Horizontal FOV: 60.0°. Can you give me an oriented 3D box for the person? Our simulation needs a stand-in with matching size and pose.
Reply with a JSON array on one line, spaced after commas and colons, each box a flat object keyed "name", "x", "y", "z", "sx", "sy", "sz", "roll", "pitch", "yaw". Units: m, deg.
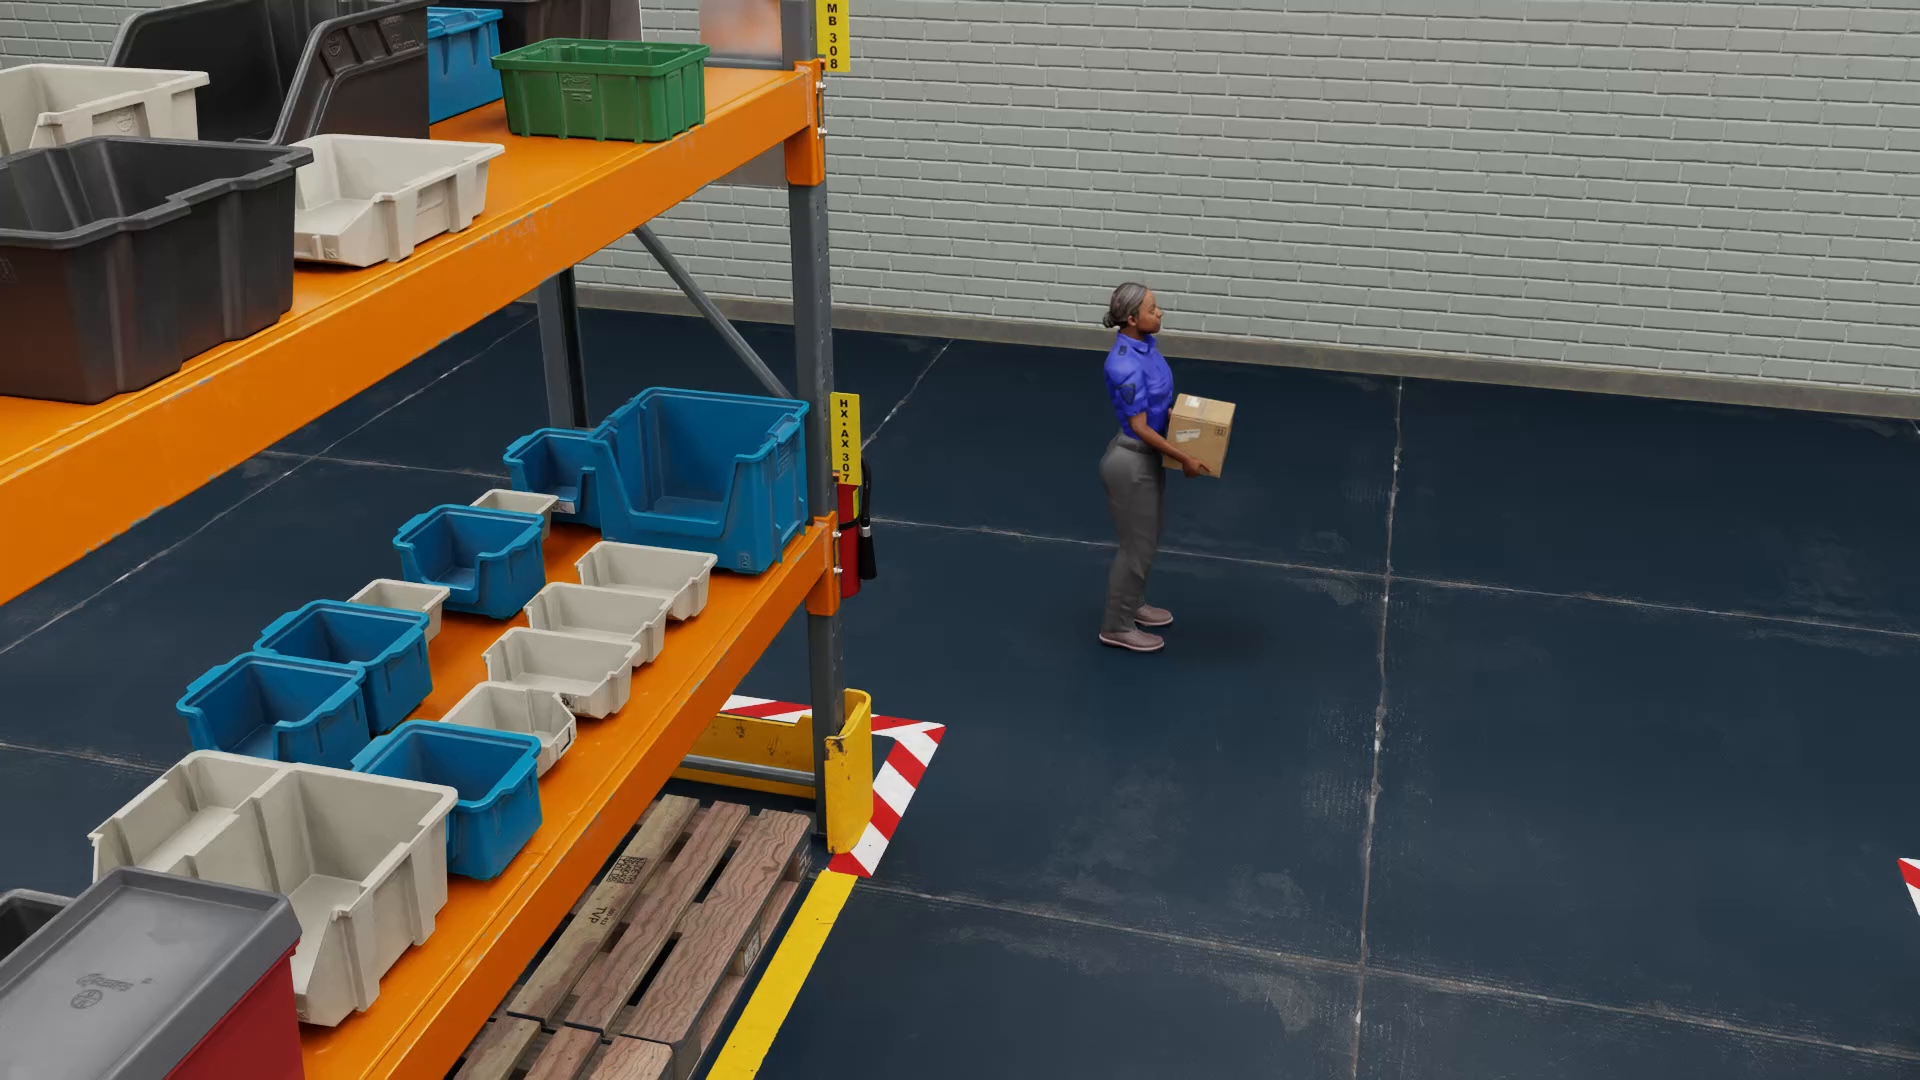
[{"name": "person", "x": 0.854, "y": -0.313, "z": 7.283, "sx": 0.515, "sy": 1.645, "sz": 0.449, "roll": 6, "pitch": 26, "yaw": 13}]
